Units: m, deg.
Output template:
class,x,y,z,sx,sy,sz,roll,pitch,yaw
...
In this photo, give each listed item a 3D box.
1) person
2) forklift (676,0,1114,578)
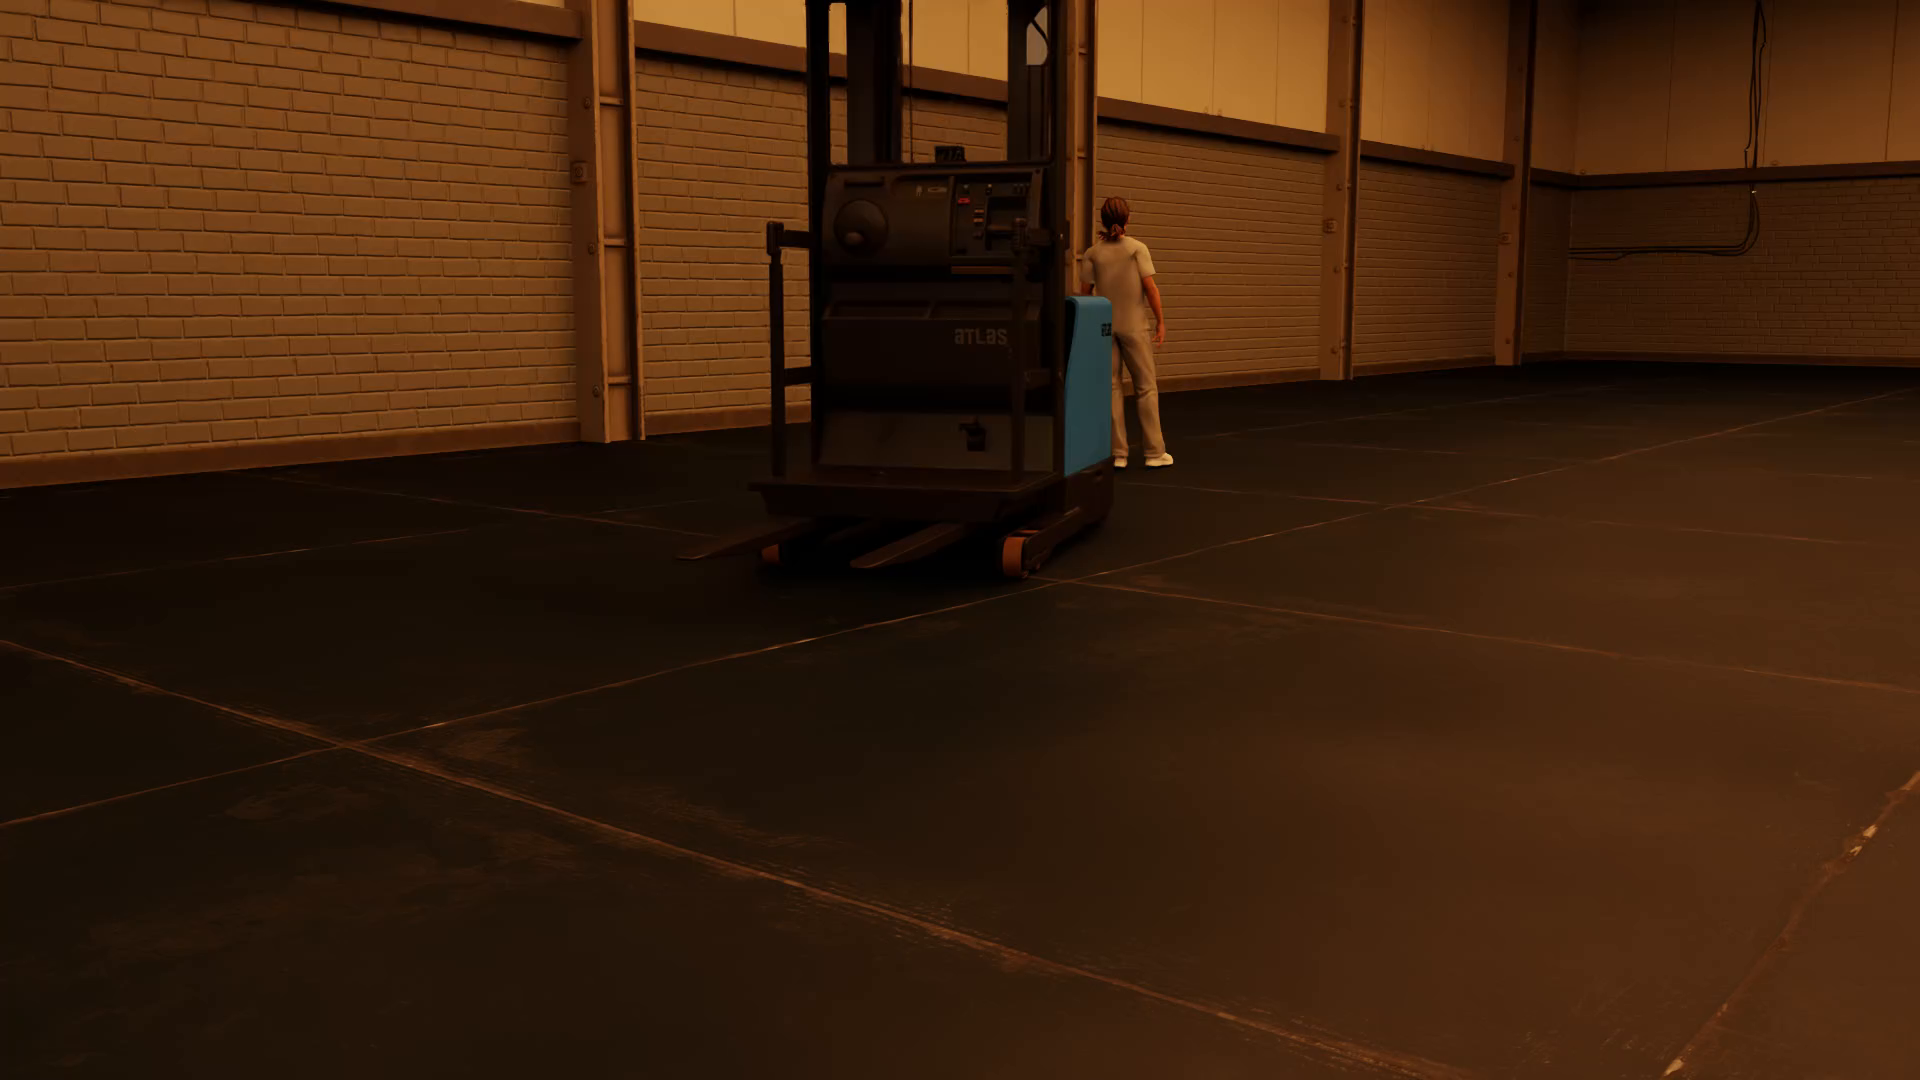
class,x,y,z,sx,sy,sz,roll,pitch,yaw
person,1.031,-1.292,10.400,0.550,1.673,0.548,3,9,19
forklift,-0.176,-1.366,6.616,1.130,2.935,3.031,3,9,17
